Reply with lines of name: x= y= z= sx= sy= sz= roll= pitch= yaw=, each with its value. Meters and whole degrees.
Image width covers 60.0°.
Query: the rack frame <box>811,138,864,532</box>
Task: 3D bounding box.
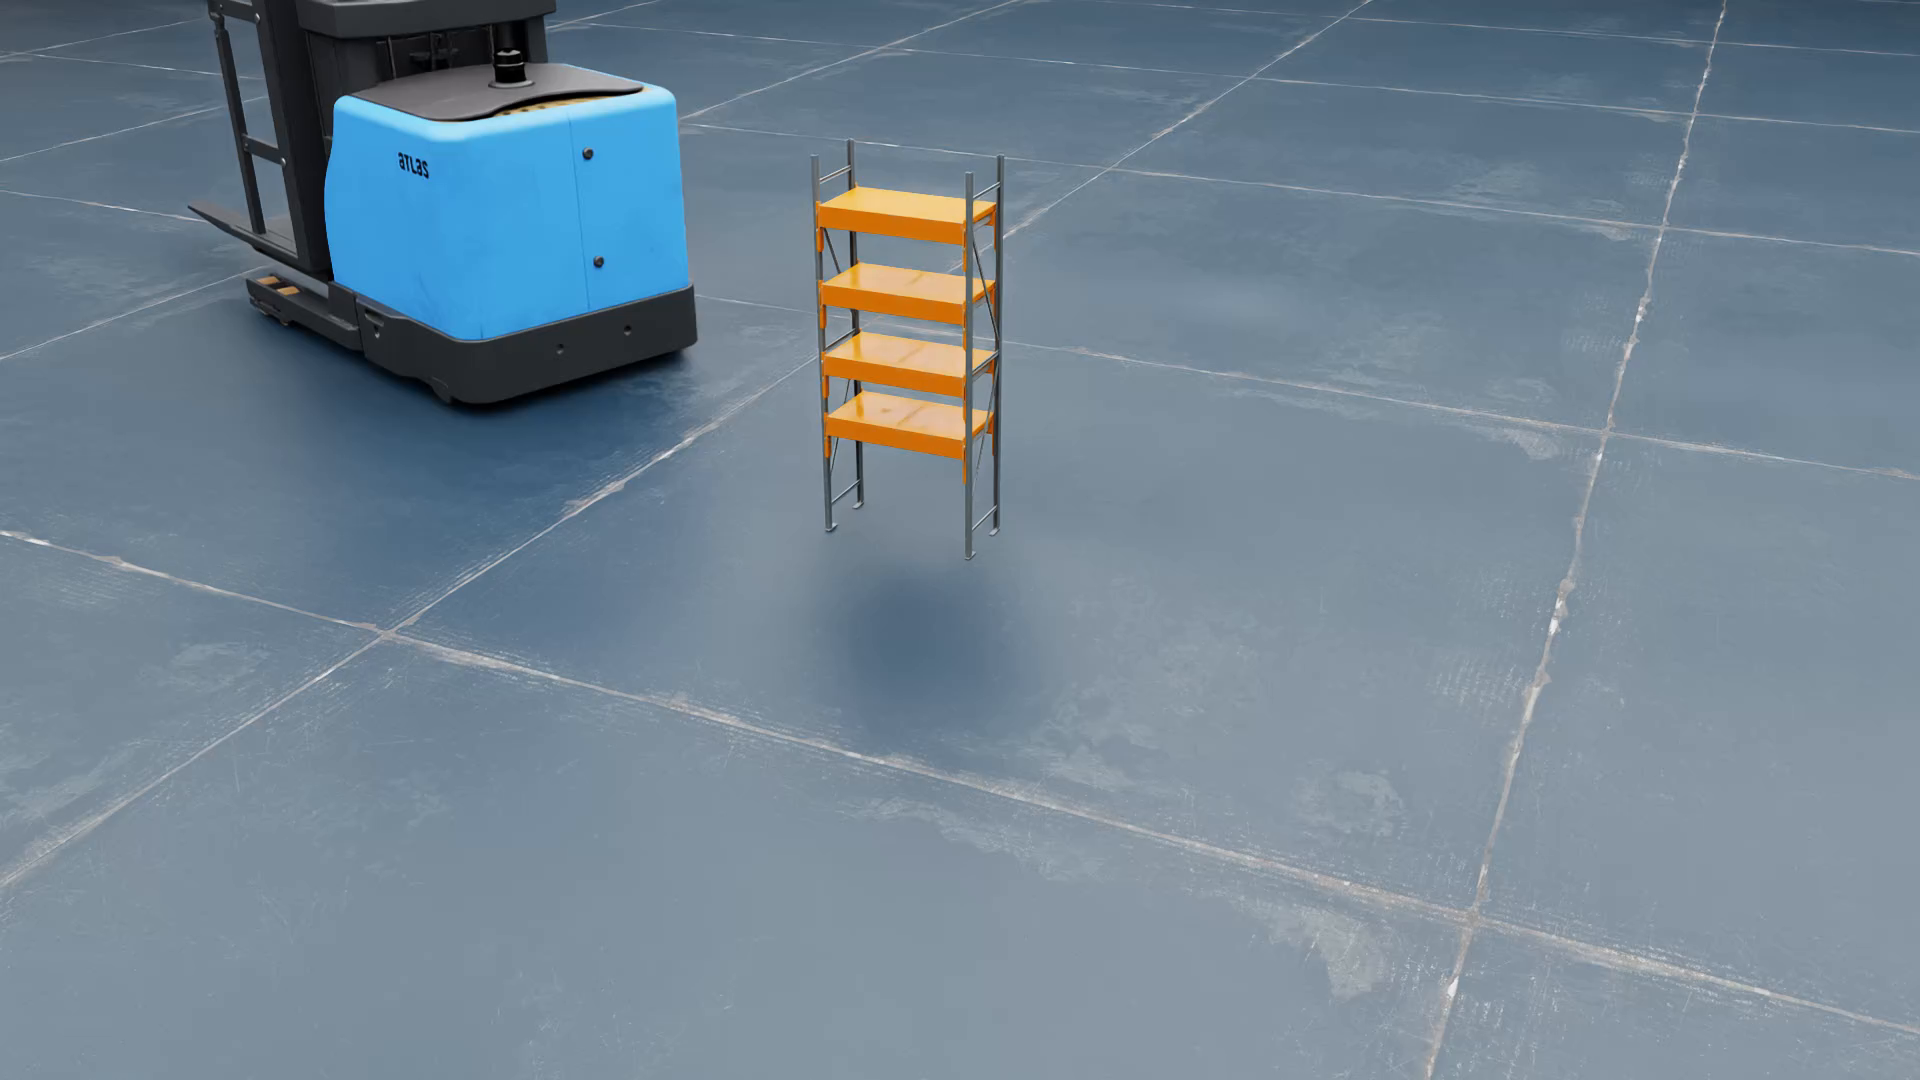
rack frame: x=-0.373 y=-0.613 z=5.137 sx=0.015 sy=1.200 sz=0.240 roll=11 pitch=28 yaw=22

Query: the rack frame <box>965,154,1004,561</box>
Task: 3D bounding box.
rack frame: x=0.071 y=-0.524 z=4.956 sx=0.015 sy=1.200 sz=0.240 roll=11 pitch=28 yaw=22

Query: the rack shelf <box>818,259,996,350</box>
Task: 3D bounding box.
rack shelf: x=-0.151 y=-0.709 z=4.977 sx=0.480 sy=0.148 sz=0.258 roll=11 pitch=28 yaw=22

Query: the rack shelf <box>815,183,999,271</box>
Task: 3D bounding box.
rack shelf: x=-0.151 y=-0.921 z=4.873 sx=0.480 sy=0.148 sz=0.258 roll=11 pitch=28 yaw=22

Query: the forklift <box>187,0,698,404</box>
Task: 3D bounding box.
forklift: x=-2.450 y=-2.370 z=6.746 sx=1.130 sy=2.935 sz=3.031 roll=-23 pitch=35 yaw=-39

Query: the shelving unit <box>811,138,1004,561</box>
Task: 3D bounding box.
shelving unit: x=-0.151 y=-0.569 z=5.046 sx=0.503 sy=1.200 sz=0.258 roll=11 pitch=28 yaw=22

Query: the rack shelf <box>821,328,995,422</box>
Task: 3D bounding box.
rack shelf: x=-0.151 y=-0.508 z=5.076 sx=0.480 sy=0.148 sz=0.258 roll=11 pitch=28 yaw=22

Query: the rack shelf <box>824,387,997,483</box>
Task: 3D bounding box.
rack shelf: x=-0.151 y=-0.330 z=5.164 sx=0.480 sy=0.148 sz=0.258 roll=11 pitch=28 yaw=22
